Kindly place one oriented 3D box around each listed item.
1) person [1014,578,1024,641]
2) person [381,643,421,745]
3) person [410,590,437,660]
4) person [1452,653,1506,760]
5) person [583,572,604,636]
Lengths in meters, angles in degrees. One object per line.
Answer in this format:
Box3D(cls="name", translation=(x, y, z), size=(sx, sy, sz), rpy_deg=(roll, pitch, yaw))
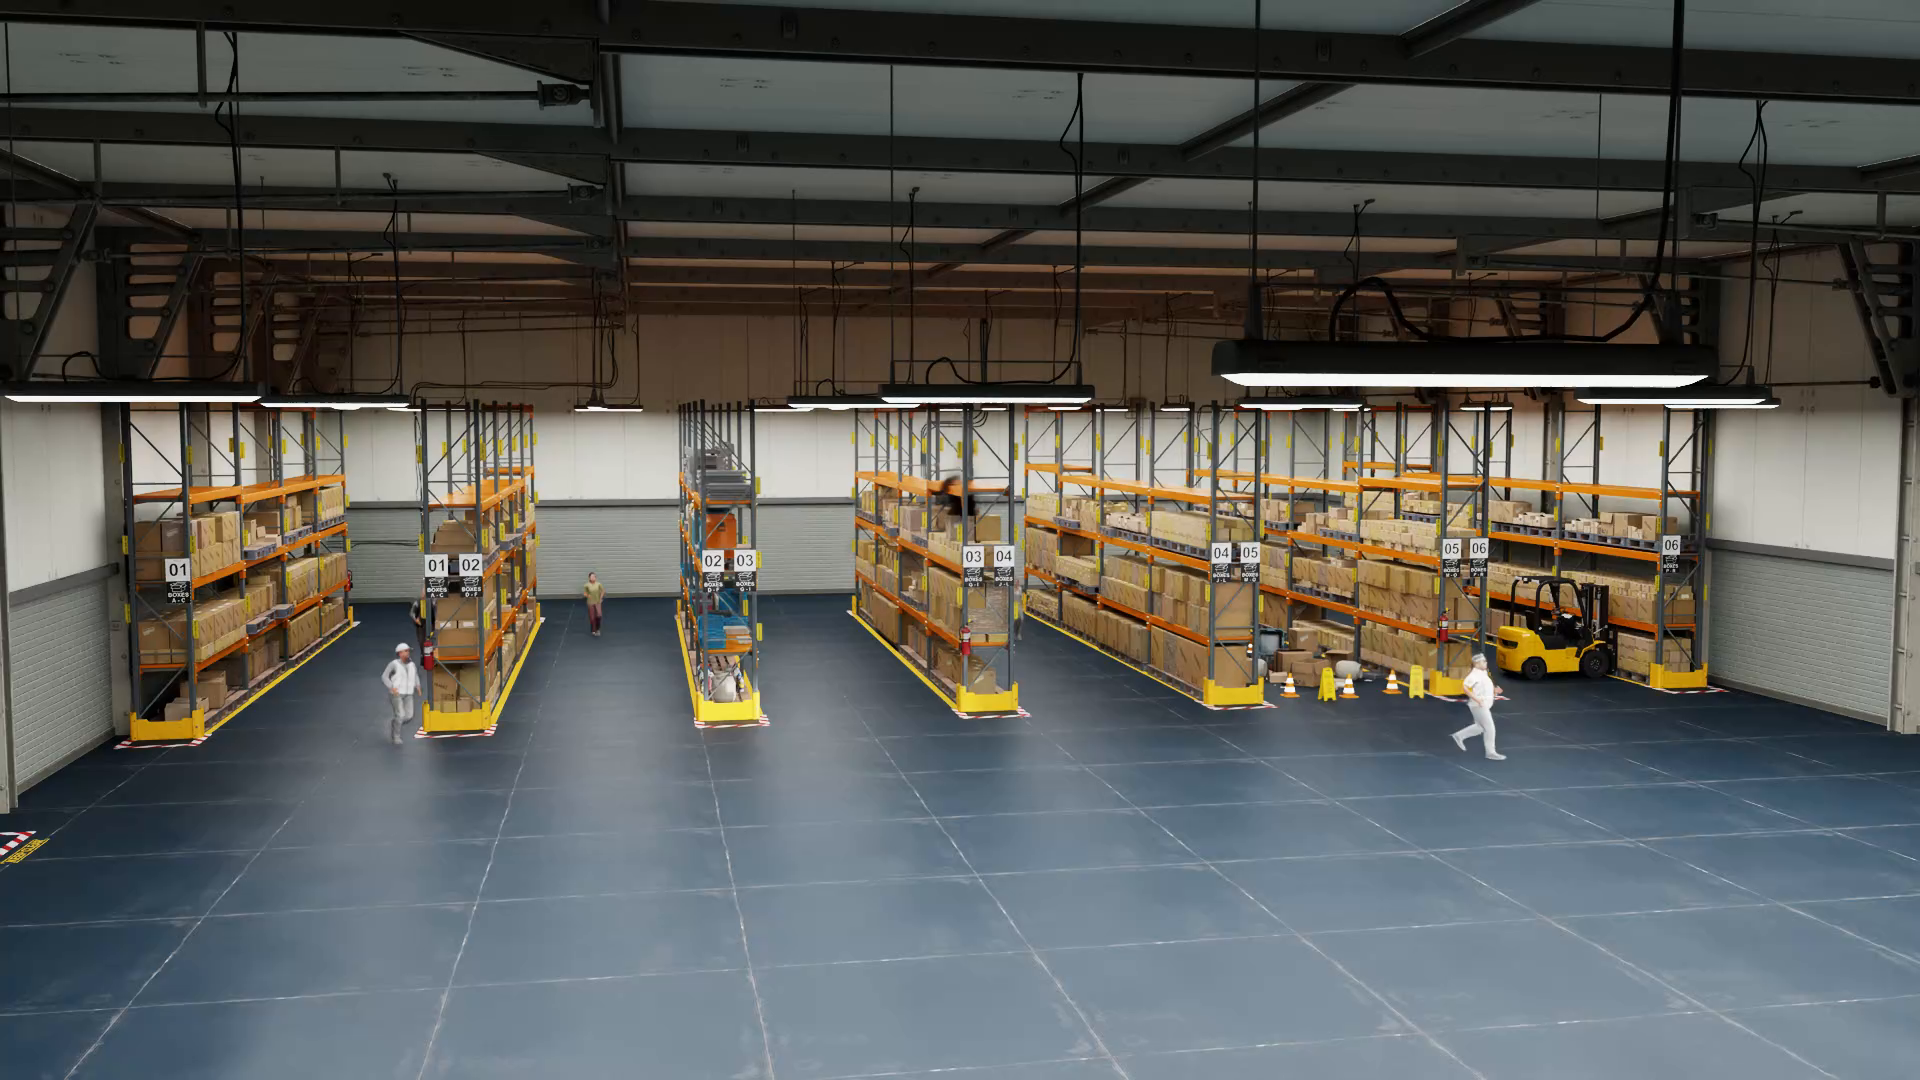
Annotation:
Box3D(cls="person", translation=(1.410, 1.759, 42.116), size=(0.490, 1.625, 0.711), rpy_deg=(-1, 5, -17))
Box3D(cls="person", translation=(-9.770, 2.675, 29.108), size=(0.536, 1.728, 0.717), rpy_deg=(3, 6, 38))
Box3D(cls="person", translation=(-12.290, 1.998, 38.203), size=(0.665, 1.713, 0.821), rpy_deg=(-1, 4, -15))
Box3D(cls="person", translation=(8.655, 2.746, 27.695), size=(0.901, 1.752, 0.674), rpy_deg=(2, 5, 30))
Box3D(cls="person", translation=(-9.437, 1.660, 42.889), size=(0.554, 1.653, 0.635), rpy_deg=(-1, 4, -16))
